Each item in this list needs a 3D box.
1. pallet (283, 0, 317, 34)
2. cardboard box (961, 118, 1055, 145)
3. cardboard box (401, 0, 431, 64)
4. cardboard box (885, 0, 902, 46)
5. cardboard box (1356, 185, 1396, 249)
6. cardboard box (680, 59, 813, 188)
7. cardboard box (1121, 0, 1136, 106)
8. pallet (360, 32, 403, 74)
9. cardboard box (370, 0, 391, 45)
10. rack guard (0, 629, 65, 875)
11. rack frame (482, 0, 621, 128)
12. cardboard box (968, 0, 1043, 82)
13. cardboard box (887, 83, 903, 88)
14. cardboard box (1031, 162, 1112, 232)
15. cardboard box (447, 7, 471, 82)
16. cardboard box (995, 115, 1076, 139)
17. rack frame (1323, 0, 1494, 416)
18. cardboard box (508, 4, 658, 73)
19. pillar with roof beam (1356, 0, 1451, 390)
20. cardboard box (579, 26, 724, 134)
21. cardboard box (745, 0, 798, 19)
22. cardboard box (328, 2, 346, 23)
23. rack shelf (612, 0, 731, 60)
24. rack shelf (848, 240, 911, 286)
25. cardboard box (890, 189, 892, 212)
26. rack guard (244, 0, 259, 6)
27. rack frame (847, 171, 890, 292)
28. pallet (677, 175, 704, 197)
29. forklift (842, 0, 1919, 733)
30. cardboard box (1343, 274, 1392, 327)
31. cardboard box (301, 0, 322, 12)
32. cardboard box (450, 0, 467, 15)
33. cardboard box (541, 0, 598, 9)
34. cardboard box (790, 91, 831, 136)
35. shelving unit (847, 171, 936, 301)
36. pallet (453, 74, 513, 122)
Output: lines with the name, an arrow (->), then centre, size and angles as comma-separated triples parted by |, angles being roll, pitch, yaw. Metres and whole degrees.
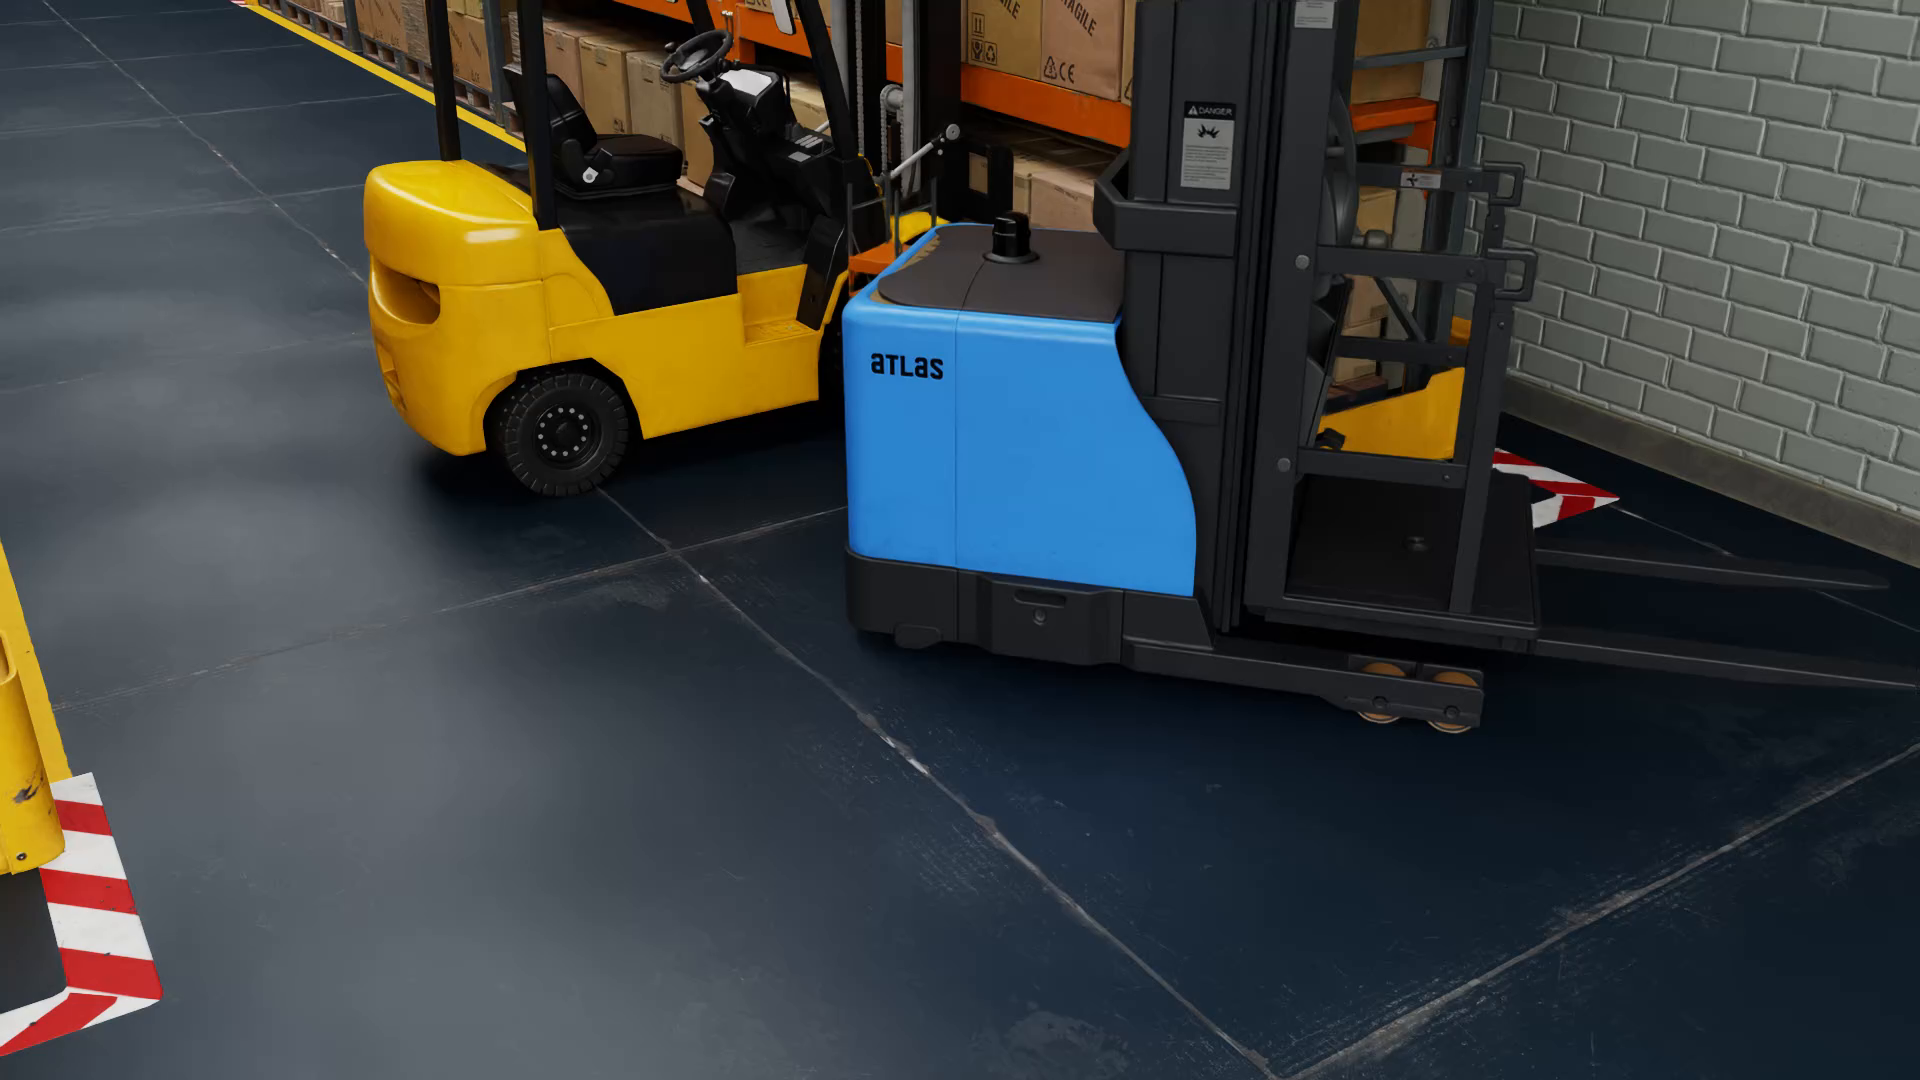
pallet -> -6.175, -5.344, 16.824 | 1.003, 0.211, 1.213 | -16, 29, -30
cardboard box -> 0.070, -1.664, 7.318 | 0.500, 0.250, 0.500 | -16, 30, -31
cardboard box -> -4.210, -4.202, 13.574 | 0.500, 0.500, 0.500 | -17, 30, -31
cardboard box -> -0.164, -2.524, 7.465 | 0.500, 0.500, 0.500 | -16, 30, -30
cardboard box -> 1.316, -1.245, 6.432 | 0.500, 0.250, 0.500 | -16, 30, -30
cardboard box -> -1.058, -2.361, 9.528 | 0.875, 0.625, 0.625 | -14, 29, -27
cardboard box -> 0.931, -1.791, 5.912 | 0.500, 0.500, 0.500 | -16, 30, -31
pallet -> -4.655, -4.380, 14.780 | 1.003, 0.211, 1.213 | -16, 29, -30
cardboard box -> -4.756, -4.569, 14.350 | 0.500, 0.500, 0.500 | -16, 30, -30
rack guard -> -2.778, 0.631, 3.828 | 1.175, 0.500, 0.348 | -16, 29, -30
rack frame -> -2.947, -4.492, 11.752 | 1.000, 3.000, 0.127 | -16, 29, -30
cardboard box -> 0.376, -2.162, 6.698 | 0.500, 0.500, 0.500 | -16, 30, -31
cardboard box -> -0.044, -2.151, 8.351 | 0.500, 0.250, 0.500 | -16, 30, -30
cardboard box -> 0.624, -1.303, 6.553 | 0.500, 0.250, 0.500 | -15, 29, -29
cardboard box -> -3.623, -3.834, 12.794 | 0.500, 0.500, 0.500 | -16, 30, -30
cardboard box -> 0.503, -1.789, 7.585 | 0.500, 0.250, 0.500 | -16, 30, -31
rack frame -> 1.420, -1.631, 5.690 | 1.000, 3.000, 0.127 | -16, 29, -30
cardboard box -> -2.618, -3.382, 11.690 | 0.875, 0.625, 0.625 | -15, 29, -28
pillar with roof beam -> -1.812, -3.799, 3.257 | 9.100, 9.000, 0.400 | -16, 29, -30
cardboard box -> -1.887, -2.909, 10.689 | 0.875, 0.625, 0.625 | -17, 30, -32
cardboard box -> -0.740, -2.887, 8.235 | 0.500, 0.500, 0.500 | -16, 30, -31
cardboard box -> -5.681, -4.954, 15.579 | 0.380, 0.149, 0.250 | -17, 30, -31
rack shelf -> -1.855, -3.451, 10.390 | 1.077, 0.370, 4.000 | -16, 29, -30
rack shelf -> -0.224, -0.909, 5.524 | 0.180, 0.103, 0.258 | 15, 28, 28
cardboard box -> -0.217, -1.627, 7.826 | 0.500, 0.250, 0.500 | -16, 30, -30
rack guard -> -7.273, -6.196, 18.289 | 1.175, 0.500, 0.348 | -16, 29, -30
rack frame -> -0.305, -0.642, 5.697 | 0.006, 1.200, 0.240 | 15, 28, 28
pallet -> -1.198, -2.055, 9.855 | 1.003, 0.211, 1.213 | -16, 29, -30
forklift -> 1.228, -1.042, 4.524 | 3.031, 2.935, 1.130 | 7, 26, 14
cardboard box -> 1.337, -1.020, 6.540 | 0.500, 0.250, 0.500 | -15, 29, -29
cardboard box -> -6.059, -5.486, 16.294 | 0.700, 0.500, 0.500 | -17, 30, -31
cardboard box -> -3.604, -4.053, 12.498 | 0.380, 0.149, 0.250 | -17, 30, -32
cardboard box -> -2.971, -4.104, 12.606 | 0.380, 0.149, 0.250 | -14, 29, -27
cardboard box -> -0.492, -2.029, 8.091 | 0.500, 0.250, 0.500 | -15, 29, -29
shelving unit -> -0.228, -0.621, 5.654 | 0.189, 1.200, 0.258 | 15, 28, 28
pallet -> -3.323, -3.507, 12.931 | 1.003, 0.211, 1.213 | -16, 29, -30
